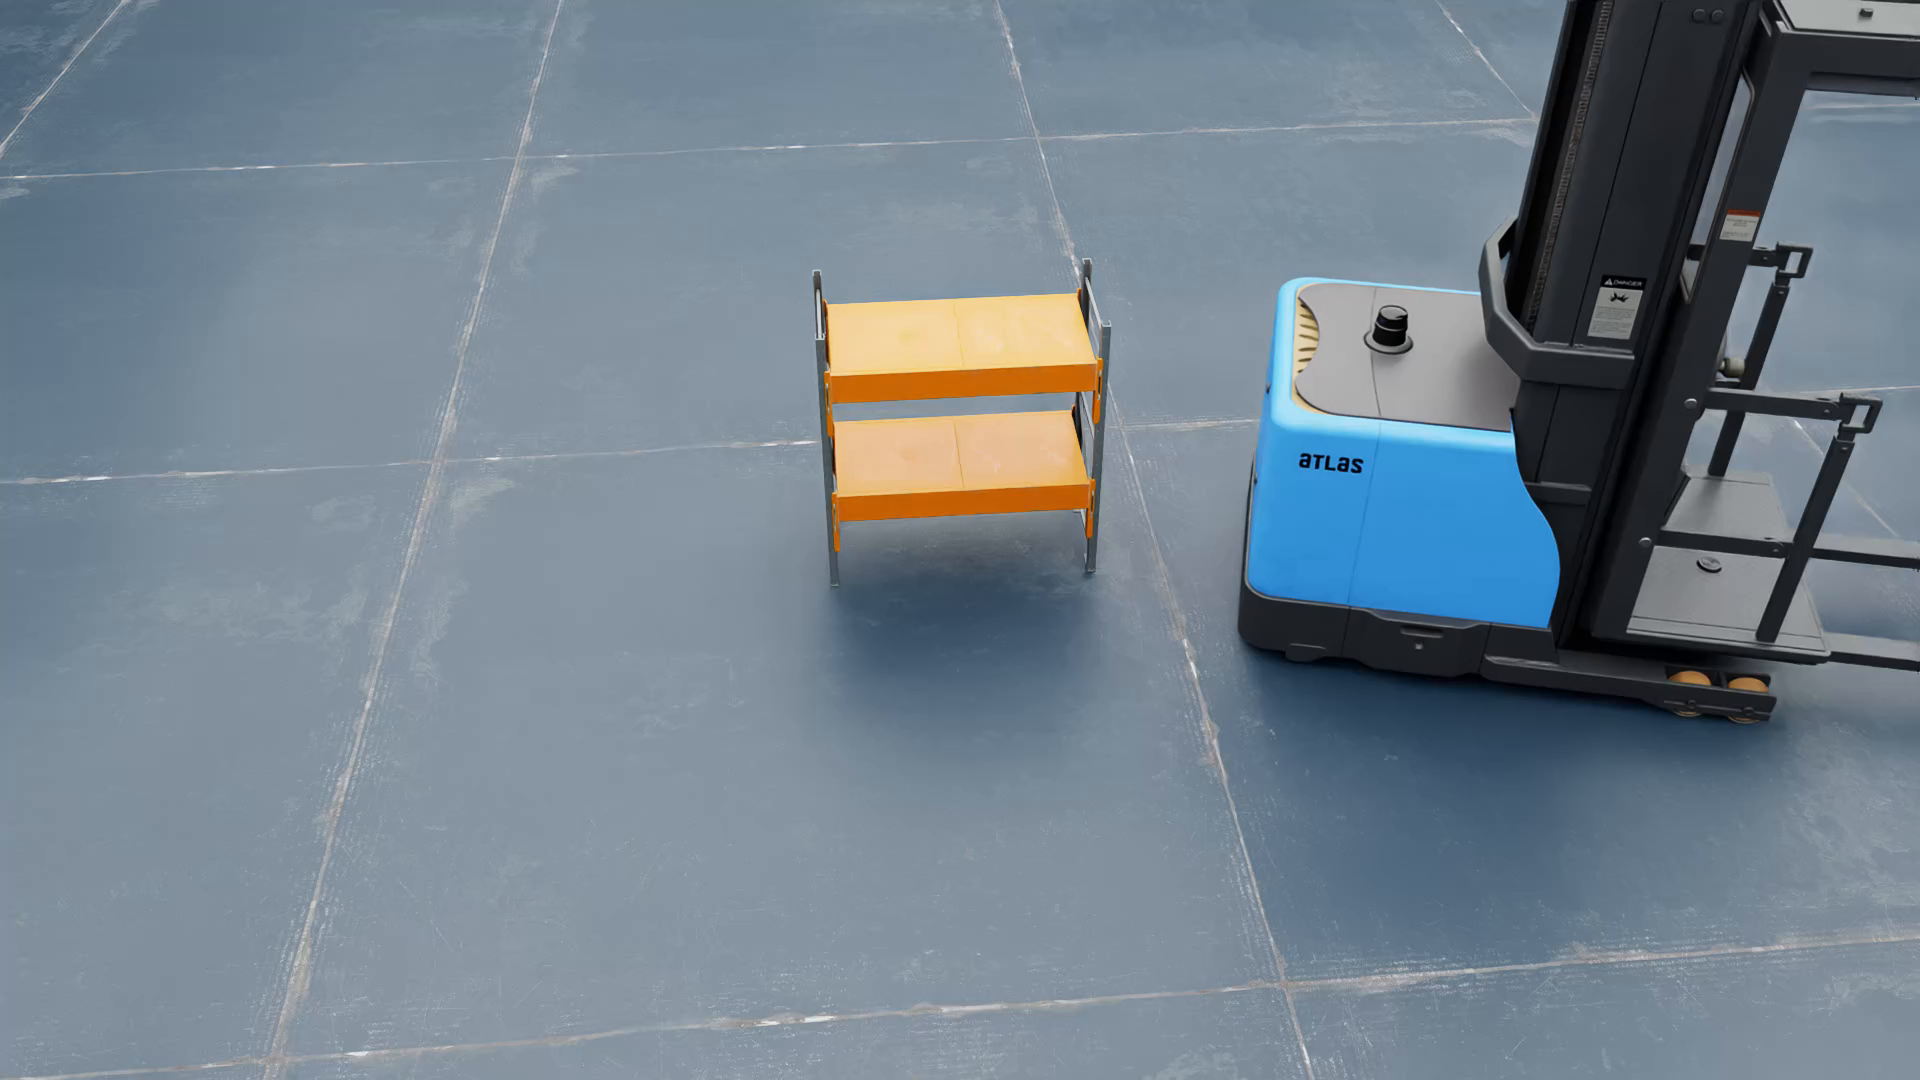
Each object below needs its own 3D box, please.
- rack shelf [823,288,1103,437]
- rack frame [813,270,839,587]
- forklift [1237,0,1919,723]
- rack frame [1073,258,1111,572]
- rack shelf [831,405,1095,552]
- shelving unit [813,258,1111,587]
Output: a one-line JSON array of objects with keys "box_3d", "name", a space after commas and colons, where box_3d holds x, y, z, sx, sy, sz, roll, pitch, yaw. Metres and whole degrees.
[{"box_3d": [-0.007, -0.671, 6.220, 1.000, 0.278, 0.538, -3, 38, -4], "name": "rack shelf"}, {"box_3d": [-0.513, -0.413, 6.366, 0.032, 1.125, 0.500, -3, 38, -4], "name": "rack frame"}, {"box_3d": [2.604, -0.856, 5.469, 3.031, 2.935, 1.130, 6, 39, 8], "name": "forklift"}, {"box_3d": [0.500, -0.469, 6.436, 0.032, 1.125, 0.500, -3, 38, -4], "name": "rack frame"}, {"box_3d": [-0.007, -0.249, 6.553, 1.000, 0.278, 0.538, -3, 38, -4], "name": "rack shelf"}, {"box_3d": [-0.007, -0.441, 6.401, 1.048, 1.125, 0.538, -3, 38, -4], "name": "shelving unit"}]
